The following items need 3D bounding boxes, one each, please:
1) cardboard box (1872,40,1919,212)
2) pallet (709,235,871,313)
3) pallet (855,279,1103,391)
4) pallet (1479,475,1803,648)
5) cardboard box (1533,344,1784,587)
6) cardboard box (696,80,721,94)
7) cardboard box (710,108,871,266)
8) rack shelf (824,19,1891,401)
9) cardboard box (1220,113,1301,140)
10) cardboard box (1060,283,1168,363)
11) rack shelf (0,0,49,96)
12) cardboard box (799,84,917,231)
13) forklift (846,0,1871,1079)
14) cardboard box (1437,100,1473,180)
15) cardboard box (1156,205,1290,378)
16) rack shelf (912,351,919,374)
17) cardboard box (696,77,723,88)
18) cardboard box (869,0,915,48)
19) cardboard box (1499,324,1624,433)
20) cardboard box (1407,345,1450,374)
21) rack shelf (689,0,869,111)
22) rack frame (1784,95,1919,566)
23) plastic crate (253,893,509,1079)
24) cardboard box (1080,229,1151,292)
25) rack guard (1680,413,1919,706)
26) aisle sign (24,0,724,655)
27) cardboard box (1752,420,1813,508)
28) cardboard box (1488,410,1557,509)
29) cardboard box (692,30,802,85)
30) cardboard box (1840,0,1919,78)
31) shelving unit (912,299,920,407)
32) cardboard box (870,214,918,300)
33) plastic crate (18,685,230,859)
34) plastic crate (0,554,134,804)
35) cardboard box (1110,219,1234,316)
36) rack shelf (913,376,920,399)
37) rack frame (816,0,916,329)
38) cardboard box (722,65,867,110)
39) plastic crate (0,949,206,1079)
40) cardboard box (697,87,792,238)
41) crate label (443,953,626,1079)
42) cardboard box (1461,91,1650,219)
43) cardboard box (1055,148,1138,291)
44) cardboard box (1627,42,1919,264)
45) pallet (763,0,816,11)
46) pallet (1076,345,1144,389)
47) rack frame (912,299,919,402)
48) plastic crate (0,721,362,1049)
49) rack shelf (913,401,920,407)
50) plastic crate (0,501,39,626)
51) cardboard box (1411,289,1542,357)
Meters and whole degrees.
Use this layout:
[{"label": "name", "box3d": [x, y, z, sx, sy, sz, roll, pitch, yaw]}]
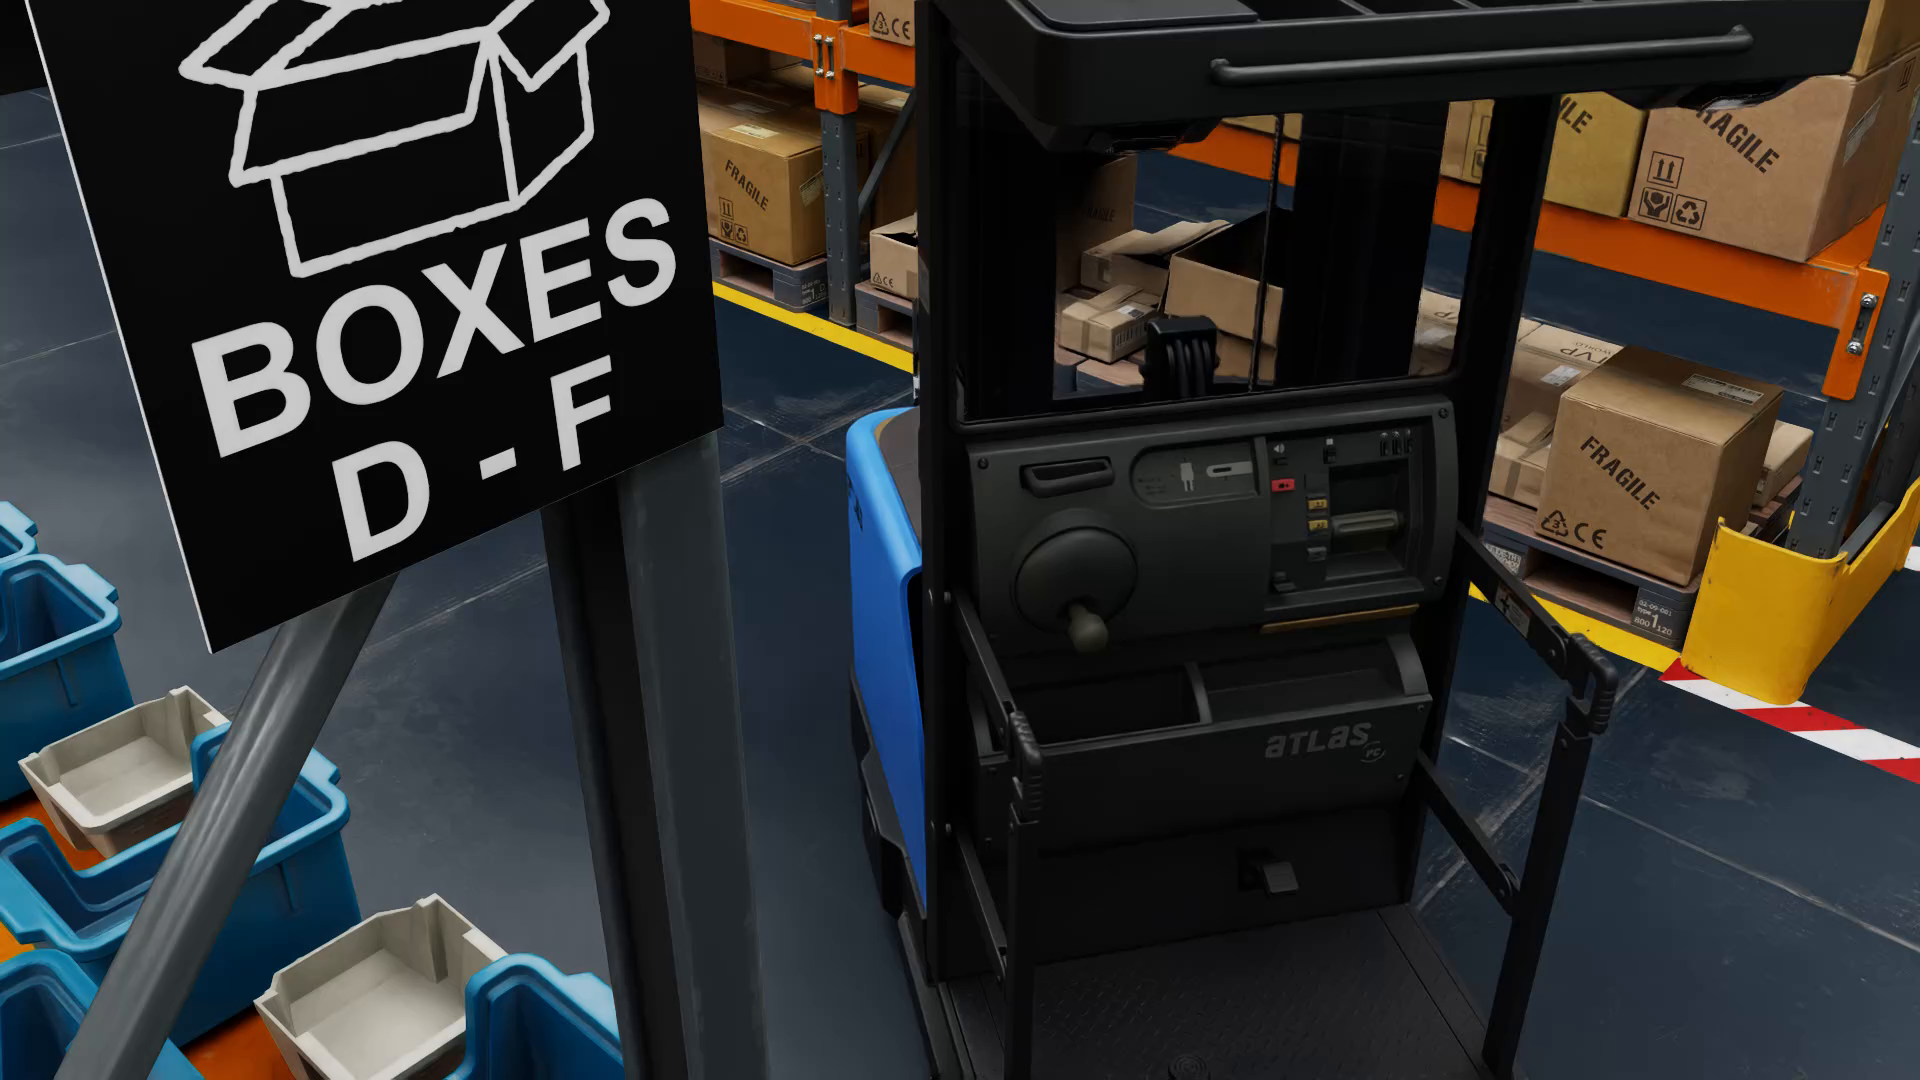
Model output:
[{"label": "cardboard box", "box3d": [2.615, -1.334, 4.960, 0.500, 0.500, 0.500, 26, 40, 36]}, {"label": "pallet", "box3d": [-0.827, -1.493, 8.026, 1.213, 0.211, 1.003, 25, 39, 35]}, {"label": "pallet", "box3d": [0.310, -0.988, 7.187, 1.213, 0.211, 1.003, 25, 39, 35]}, {"label": "pallet", "box3d": [2.119, -0.144, 5.784, 1.213, 0.211, 1.003, 25, 39, 35]}, {"label": "cardboard box", "box3d": [2.199, -0.248, 5.251, 0.500, 0.500, 0.500, 25, 39, 35]}, {"label": "cardboard box", "box3d": [-1.489, -1.948, 8.074, 0.500, 0.500, 0.500, 26, 39, 36]}, {"label": "cardboard box", "box3d": [-0.757, -1.600, 7.496, 0.500, 0.500, 0.500, 25, 39, 35]}, {"label": "rack shelf", "box3d": [1.284, -1.421, 5.899, 4.000, 0.370, 1.077, 25, 39, 35]}, {"label": "cardboard box", "box3d": [1.126, -1.658, 5.498, 0.500, 0.500, 0.500, 24, 39, 34]}, {"label": "cardboard box", "box3d": [0.615, -0.872, 6.611, 0.250, 0.166, 0.380, 25, 39, 35]}, {"label": "rack shelf", "box3d": [-2.042, -0.813, 1.981, 4.000, 0.370, 1.077, 25, 39, 35]}, {"label": "cardboard box", "box3d": [-0.394, -1.799, 7.827, 0.500, 0.500, 0.500, 23, 38, 33]}, {"label": "forklift", "box3d": [0.525, 0.024, 2.869, 1.130, 2.935, 3.031, -7, 32, -11]}, {"label": "cardboard box", "box3d": [1.499, -1.483, 5.209, 0.500, 0.500, 0.500, 25, 39, 35]}, {"label": "cardboard box", "box3d": [1.198, -0.892, 6.317, 0.637, 0.503, 0.797, 25, 39, 35]}, {"label": "rack shelf", "box3d": [0.006, -0.585, 5.391, 0.200, 0.077, 0.258, 25, 39, 35]}, {"label": "cardboard box", "box3d": [-1.162, -2.155, 8.419, 0.500, 0.500, 0.500, 26, 39, 36]}, {"label": "cardboard box", "box3d": [-0.004, -2.183, 6.371, 0.500, 0.500, 0.500, 26, 40, 36]}, {"label": "cardboard box", "box3d": [2.184, -0.517, 5.939, 0.500, 0.250, 0.500, 25, 39, 35]}, {"label": "cardboard box", "box3d": [1.514, -0.481, 5.881, 0.500, 0.250, 0.500, 25, 39, 35]}, {"label": "rack shelf", "box3d": [-1.681, -2.805, 8.198, 4.000, 0.370, 1.077, 25, 39, 35]}, {"label": "rack frame", "box3d": [2.767, -1.037, 4.564, 0.127, 3.000, 1.000, 25, 39, 35]}, {"label": "plastic crate", "box3d": [-0.704, 0.590, 2.060, 0.298, 0.136, 0.250, 25, 39, 35]}, {"label": "cardboard box", "box3d": [0.732, -1.192, 7.160, 0.250, 0.149, 0.380, 25, 39, 35]}, {"label": "rack guard", "box3d": [2.711, 0.008, 5.252, 0.348, 0.500, 1.175, 25, 39, 35]}, {"label": "aisle sign", "box3d": [-0.307, -0.346, 0.896, 0.004, 0.787, 0.394, 25, 39, 35]}, {"label": "cardboard box", "box3d": [2.687, -0.280, 5.644, 0.250, 0.149, 0.380, 25, 39, 35]}, {"label": "cardboard box", "box3d": [1.959, -0.280, 5.627, 0.250, 0.166, 0.380, 25, 39, 35]}, {"label": "cardboard box", "box3d": [-1.135, -2.466, 8.209, 0.500, 0.250, 0.500, 25, 39, 35]}, {"label": "cardboard box", "box3d": [2.253, -1.557, 4.361, 0.500, 0.500, 0.500, 25, 39, 35]}, {"label": "shelving unit", "box3d": [0.006, -0.383, 5.513, 0.210, 0.900, 0.258, 25, 39, 35]}, {"label": "cardboard box", "box3d": [-0.033, -1.229, 7.064, 0.500, 0.311, 0.500, 25, 39, 35]}, {"label": "plastic crate", "box3d": [-1.207, 0.355, 2.450, 0.298, 0.136, 0.250, 25, 39, 35]}, {"label": "plastic crate", "box3d": [-1.498, 0.235, 2.555, 0.300, 0.233, 0.416, 25, 39, 35]}, {"label": "cardboard box", "box3d": [0.970, -1.109, 6.865, 0.500, 0.311, 0.500, 25, 39, 35]}, {"label": "rack shelf", "box3d": [0.006, -0.508, 5.438, 0.200, 0.077, 0.258, 25, 39, 35]}, {"label": "rack frame", "box3d": [-0.199, -2.421, 6.863, 0.127, 3.000, 1.000, 25, 39, 35]}, {"label": "cardboard box", "box3d": [-0.797, -1.979, 8.127, 0.500, 0.500, 0.500, 26, 39, 36]}, {"label": "plastic crate", "box3d": [-0.933, 0.771, 1.469, 0.499, 0.435, 0.616, 25, 39, 35]}, {"label": "cardboard box", "box3d": [-1.118, -1.774, 7.786, 0.500, 0.500, 0.500, 25, 39, 35]}, {"label": "crate label", "box3d": [-0.522, 0.691, 1.798, 0.303, 0.233, 0.416, 25, 39, 35]}, {"label": "cardboard box", "box3d": [1.865, -1.309, 4.918, 0.500, 0.500, 0.500, 25, 39, 35]}, {"label": "cardboard box", "box3d": [0.414, -1.450, 7.247, 0.500, 0.500, 0.500, 25, 39, 35]}, {"label": "cardboard box", "box3d": [2.252, -1.130, 4.622, 0.500, 0.500, 0.500, 26, 40, 36]}, {"label": "pallet", "box3d": [-0.718, -2.657, 7.441, 1.213, 0.211, 1.003, 25, 39, 35]}, {"label": "pallet", "box3d": [1.219, -0.566, 6.486, 1.213, 0.211, 1.003, 25, 39, 35]}, {"label": "rack frame", "box3d": [-0.069, -0.418, 5.572, 0.006, 0.900, 0.240, 25, 39, 35]}, {"label": "plastic crate", "box3d": [-1.010, 0.463, 2.176, 0.300, 0.233, 0.416, 25, 39, 35]}, {"label": "rack shelf", "box3d": [0.006, -0.431, 5.484, 0.200, 0.077, 0.258, 25, 39, 35]}, {"label": "plastic crate", "box3d": [-1.720, 0.131, 2.728, 0.300, 0.233, 0.416, 25, 39, 35]}, {"label": "cardboard box", "box3d": [1.813, -0.690, 6.227, 0.500, 0.250, 0.500, 25, 39, 35]}]
